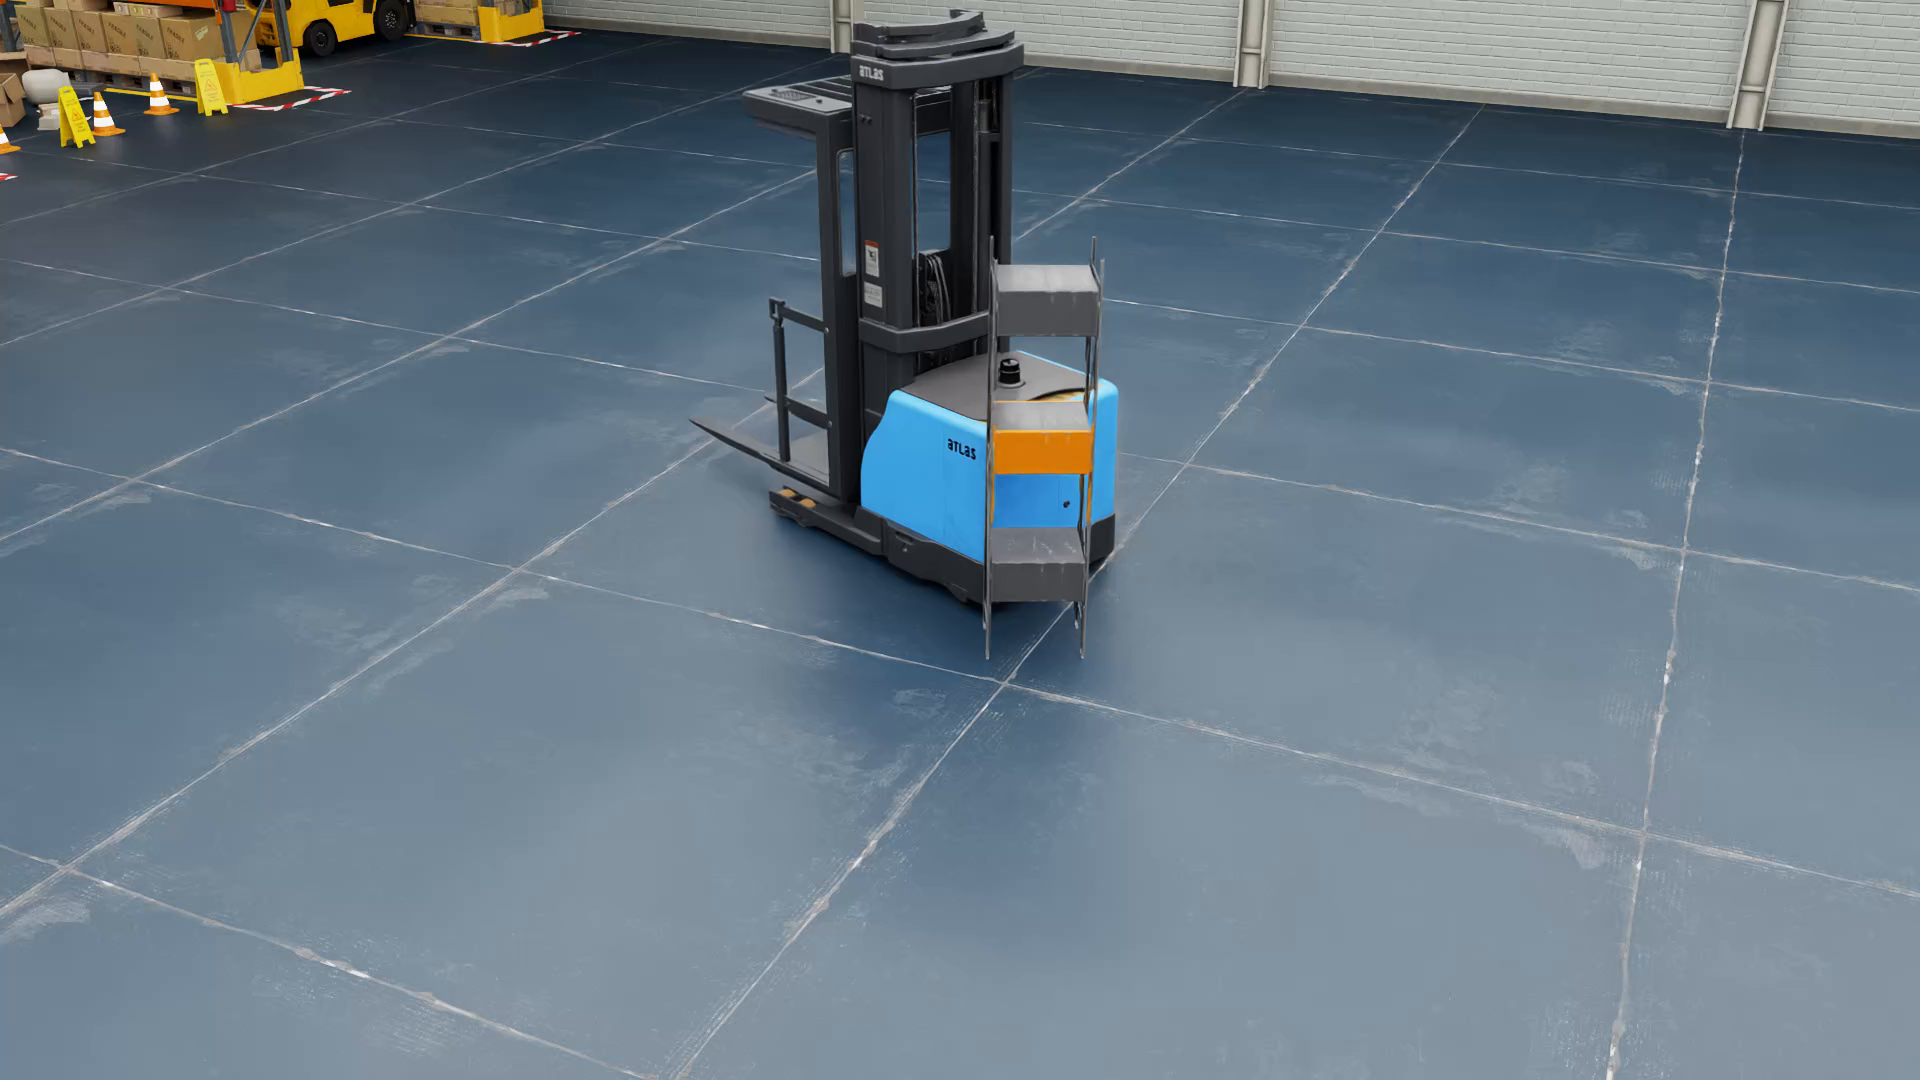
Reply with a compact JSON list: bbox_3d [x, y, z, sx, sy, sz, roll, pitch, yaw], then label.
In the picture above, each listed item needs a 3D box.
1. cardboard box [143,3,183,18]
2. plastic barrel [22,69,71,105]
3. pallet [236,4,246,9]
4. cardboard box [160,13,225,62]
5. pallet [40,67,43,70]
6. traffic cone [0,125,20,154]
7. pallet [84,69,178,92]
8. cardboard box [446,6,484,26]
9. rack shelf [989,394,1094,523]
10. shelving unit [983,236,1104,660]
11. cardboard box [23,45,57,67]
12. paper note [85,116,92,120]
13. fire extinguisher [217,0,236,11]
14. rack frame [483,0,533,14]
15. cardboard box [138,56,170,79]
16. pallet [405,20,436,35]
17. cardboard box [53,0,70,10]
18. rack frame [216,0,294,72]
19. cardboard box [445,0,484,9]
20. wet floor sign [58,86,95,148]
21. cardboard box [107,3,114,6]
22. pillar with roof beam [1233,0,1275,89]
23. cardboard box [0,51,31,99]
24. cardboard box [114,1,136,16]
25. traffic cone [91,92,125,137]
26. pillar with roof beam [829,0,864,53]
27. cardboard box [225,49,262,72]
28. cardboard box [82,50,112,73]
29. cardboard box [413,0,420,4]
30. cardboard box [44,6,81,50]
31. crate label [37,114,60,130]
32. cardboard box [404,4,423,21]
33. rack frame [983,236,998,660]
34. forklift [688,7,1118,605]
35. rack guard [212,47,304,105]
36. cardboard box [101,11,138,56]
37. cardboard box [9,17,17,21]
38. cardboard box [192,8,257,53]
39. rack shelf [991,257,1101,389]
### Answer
[{"bbox_3d":[-10.082,-6.708,21.034,0.250,0.149,0.380,12,29,23],"label":"cardboard box"},{"bbox_3d":[-11.390,-5.658,20.762,0.512,0.421,0.421,-12,29,-23],"label":"plastic barrel"},{"bbox_3d":[-11.160,-8.640,27.060,1.213,0.211,1.003,11,28,22],"label":"pallet"},{"bbox_3d":[-9.720,-6.377,21.096,0.500,0.500,0.500,12,28,22],"label":"cardboard box"},{"bbox_3d":[-13.234,-6.667,23.052,1.213,0.211,1.003,11,28,22],"label":"pallet"},{"bbox_3d":[-10.736,-4.566,18.499,0.334,0.463,0.336,11,28,22],"label":"traffic cone"},{"bbox_3d":[-10.784,-6.194,22.091,1.213,0.211,1.003,11,28,22],"label":"pallet"},{"bbox_3d":[-7.390,-7.955,25.148,0.500,0.250,0.500,12,28,22],"label":"cardboard box"},{"bbox_3d":[0.390,-0.406,8.222,0.480,0.518,0.431,0,26,-2],"label":"rack shelf"},{"bbox_3d":[0.390,-0.418,8.216,0.503,2.100,0.431,0,26,-2],"label":"shelving unit"},{"bbox_3d":[-12.099,-6.514,22.223,0.500,0.250,0.500,10,28,19],"label":"cardboard box"},{"bbox_3d":[-10.568,-5.085,20.043,0.142,0.019,0.148,2,26,4],"label":"paper note"},{"bbox_3d":[-8.970,-6.804,20.260,0.183,0.674,0.296,11,28,22],"label":"fire extinguisher"},{"bbox_3d":[-6.832,-9.041,24.717,0.127,3.000,1.000,11,28,22],"label":"rack frame"},{"bbox_3d":[-10.199,-6.137,21.456,0.500,0.250,0.500,11,28,22],"label":"cardboard box"},{"bbox_3d":[-8.652,-8.137,26.037,1.213,0.211,1.003,11,28,22],"label":"pallet"},{"bbox_3d":[-11.541,-7.001,21.629,0.250,0.149,0.380,13,29,24],"label":"cardboard box"},{"bbox_3d":[-8.883,-7.044,20.662,0.127,3.000,1.000,11,28,22],"label":"rack frame"},{"bbox_3d":[-7.404,-8.183,25.047,0.500,0.250,0.500,11,28,21],"label":"cardboard box"},{"bbox_3d":[-9.994,-4.770,18.708,0.232,0.644,0.267,6,27,13],"label":"wet floor sign"},{"bbox_3d":[-10.946,-6.882,22.120,0.500,0.500,0.500,13,29,24],"label":"cardboard box"},{"bbox_3d":[2.049,-8.297,16.415,0.400,9.000,9.100,11,28,22],"label":"pillar with roof beam"},{"bbox_3d":[-12.112,-5.912,21.190,0.500,0.500,0.500,-12,29,-23],"label":"cardboard box"},{"bbox_3d":[-10.549,-6.805,21.229,0.250,0.149,0.380,13,29,24],"label":"cardboard box"},{"bbox_3d":[-9.958,-4.958,19.296,0.334,0.463,0.336,11,28,22],"label":"traffic cone"},{"bbox_3d":[-3.413,-9.394,18.643,0.400,9.000,9.100,11,28,22],"label":"pillar with roof beam"},{"bbox_3d":[-9.503,-6.258,21.702,0.500,0.250,0.500,11,28,21],"label":"cardboard box"},{"bbox_3d":[-11.124,-6.325,21.839,0.500,0.250,0.500,11,28,21],"label":"cardboard box"},{"bbox_3d":[-8.335,-8.365,25.417,0.500,0.250,0.500,11,28,21],"label":"cardboard box"},{"bbox_3d":[-11.607,-6.757,21.868,0.500,0.500,0.500,13,29,24],"label":"cardboard box"},{"bbox_3d":[-10.700,-4.930,19.609,0.298,0.136,0.250,-2,26,-5],"label":"crate label"},{"bbox_3d":[-8.291,-8.144,25.534,0.500,0.250,0.500,12,29,22],"label":"cardboard box"},{"bbox_3d":[0.146,-0.417,8.207,0.015,2.100,0.400,0,26,-2],"label":"rack frame"},{"bbox_3d":[-0.498,-1.530,9.538,1.130,2.935,3.031,-23,34,-38],"label":"forklift"},{"bbox_3d":[-8.952,-5.937,21.243,0.348,0.500,1.175,11,28,22],"label":"rack guard"},{"bbox_3d":[-10.653,-6.566,21.480,0.500,0.500,0.500,11,28,21],"label":"cardboard box"},{"bbox_3d":[-13.659,-7.010,23.092,0.625,0.372,0.950,13,29,25],"label":"cardboard box"},{"bbox_3d":[-9.525,-6.598,21.545,0.500,0.500,0.500,10,28,20],"label":"cardboard box"},{"bbox_3d":[0.397,-1.034,7.913,0.480,0.518,0.431,0,26,-2],"label":"rack shelf"}]
